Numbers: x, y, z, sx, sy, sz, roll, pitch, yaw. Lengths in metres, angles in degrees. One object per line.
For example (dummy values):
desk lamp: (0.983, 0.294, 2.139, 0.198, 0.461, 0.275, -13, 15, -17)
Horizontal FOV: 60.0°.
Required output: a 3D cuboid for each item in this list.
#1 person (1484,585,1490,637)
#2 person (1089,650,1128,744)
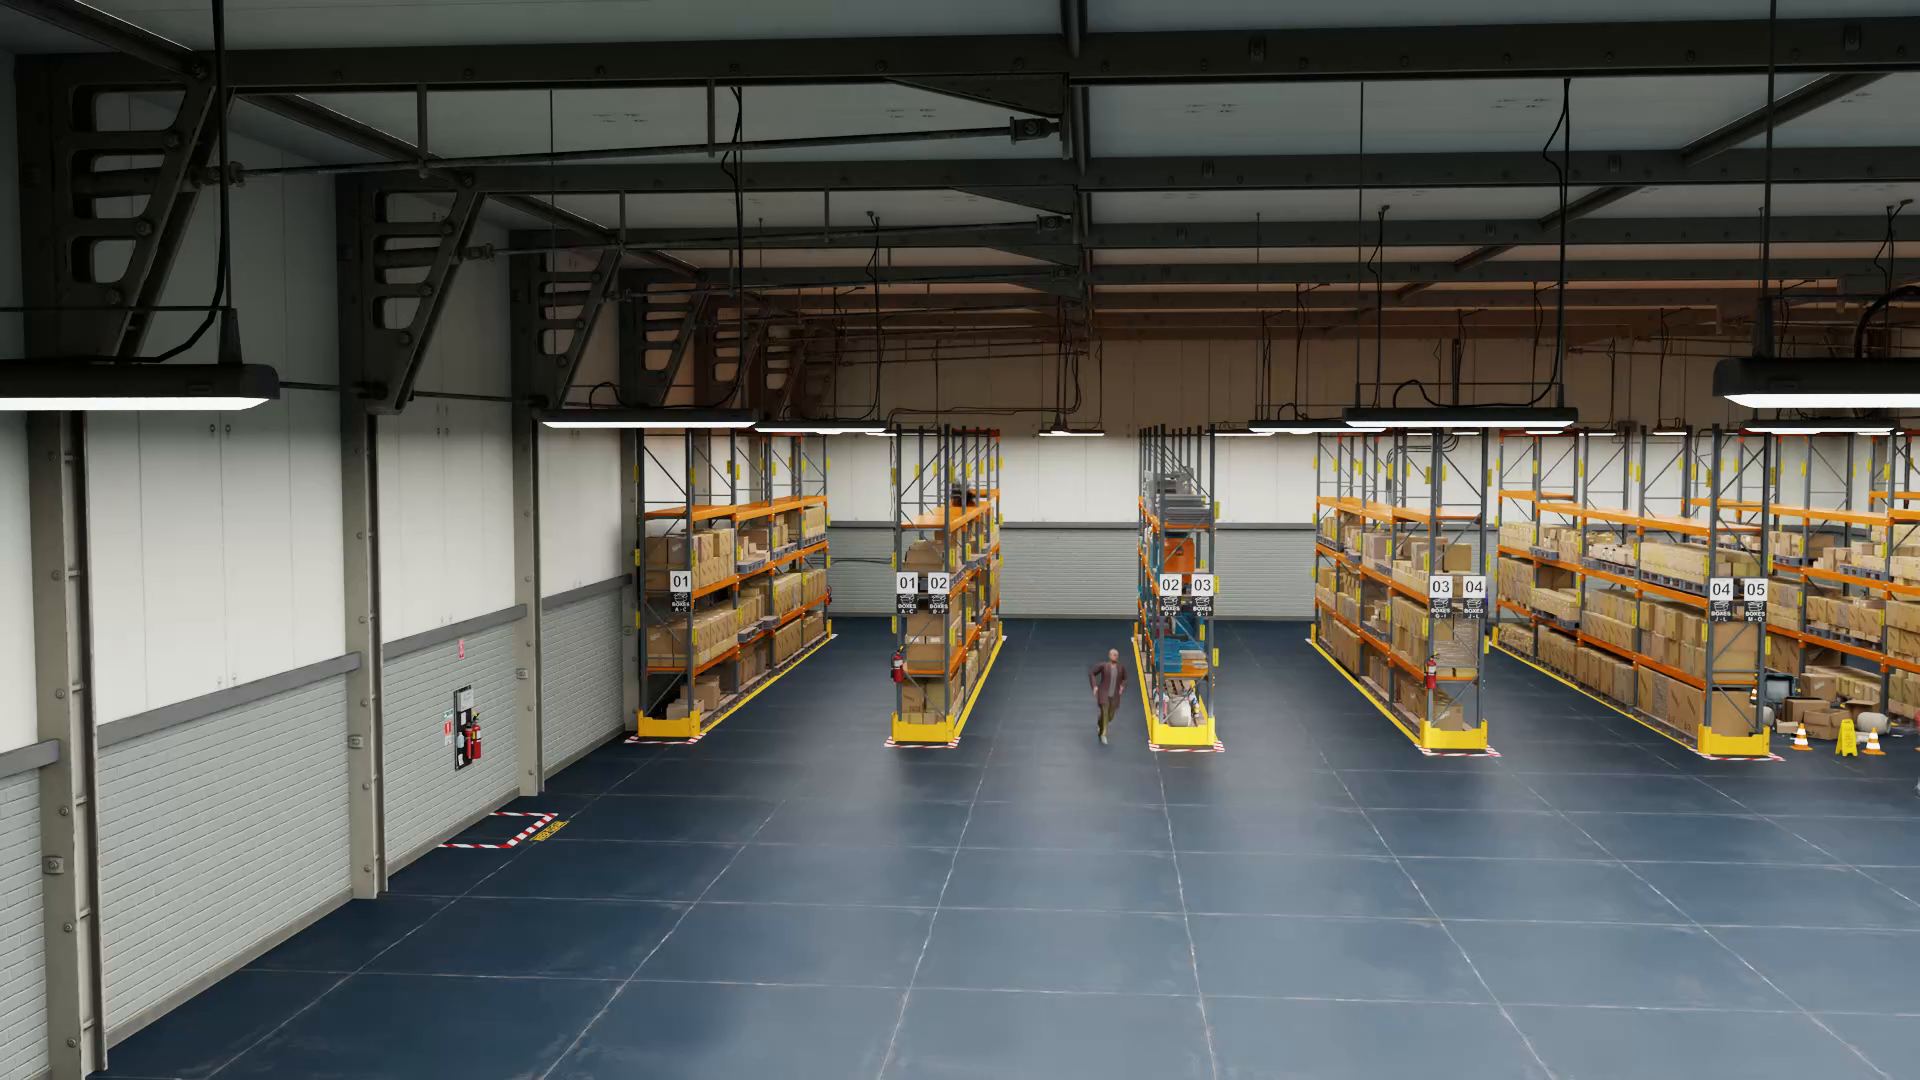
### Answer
person: (14.955, 2.094, 47.591, 0.604, 1.501, 0.712, 0, 3, -4)
person: (2.833, 2.949, 31.613, 0.756, 1.749, 0.847, -1, 4, -12)
